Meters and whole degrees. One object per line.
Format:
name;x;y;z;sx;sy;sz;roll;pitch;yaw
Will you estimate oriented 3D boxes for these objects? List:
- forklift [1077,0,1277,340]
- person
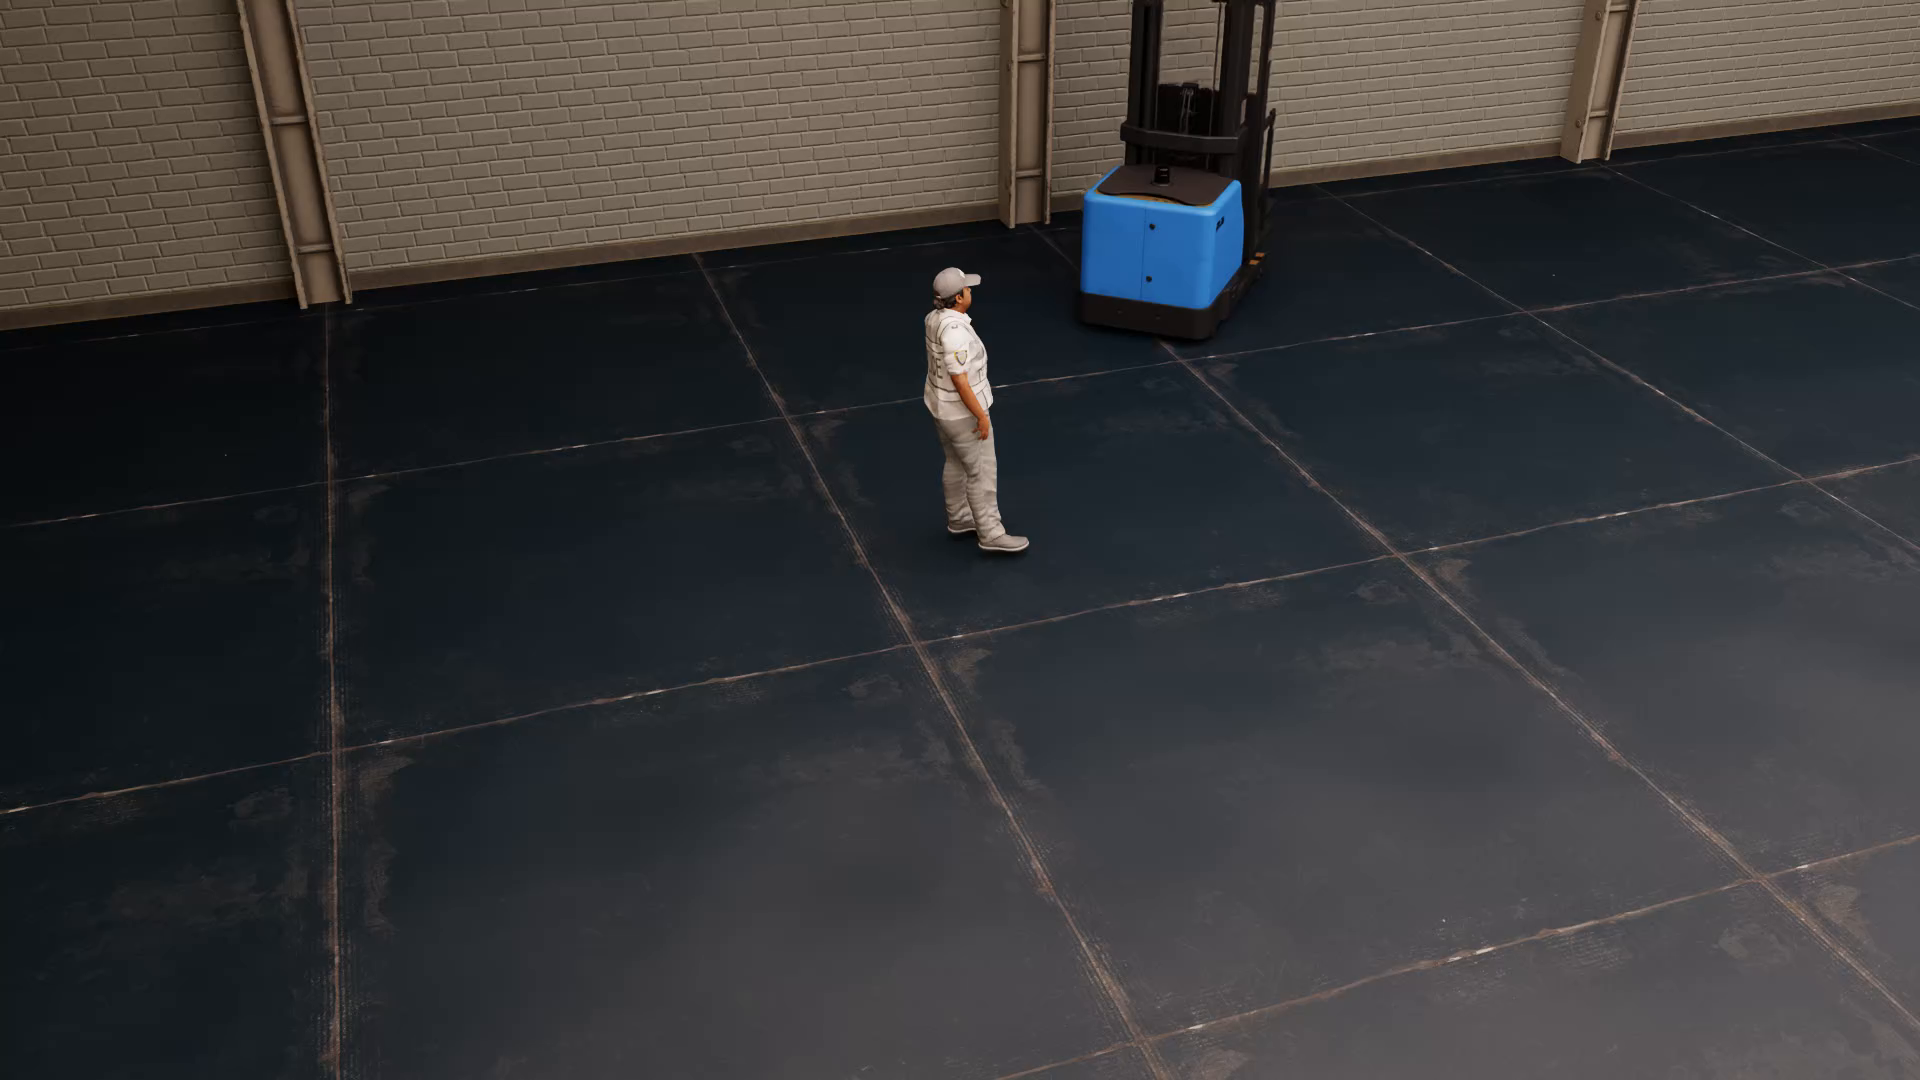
forklift;1.938;-3.495;13.161;1.130;2.935;3.031;12;32;19
person;0.080;-0.764;9.589;0.529;1.670;0.598;-10;31;-16
